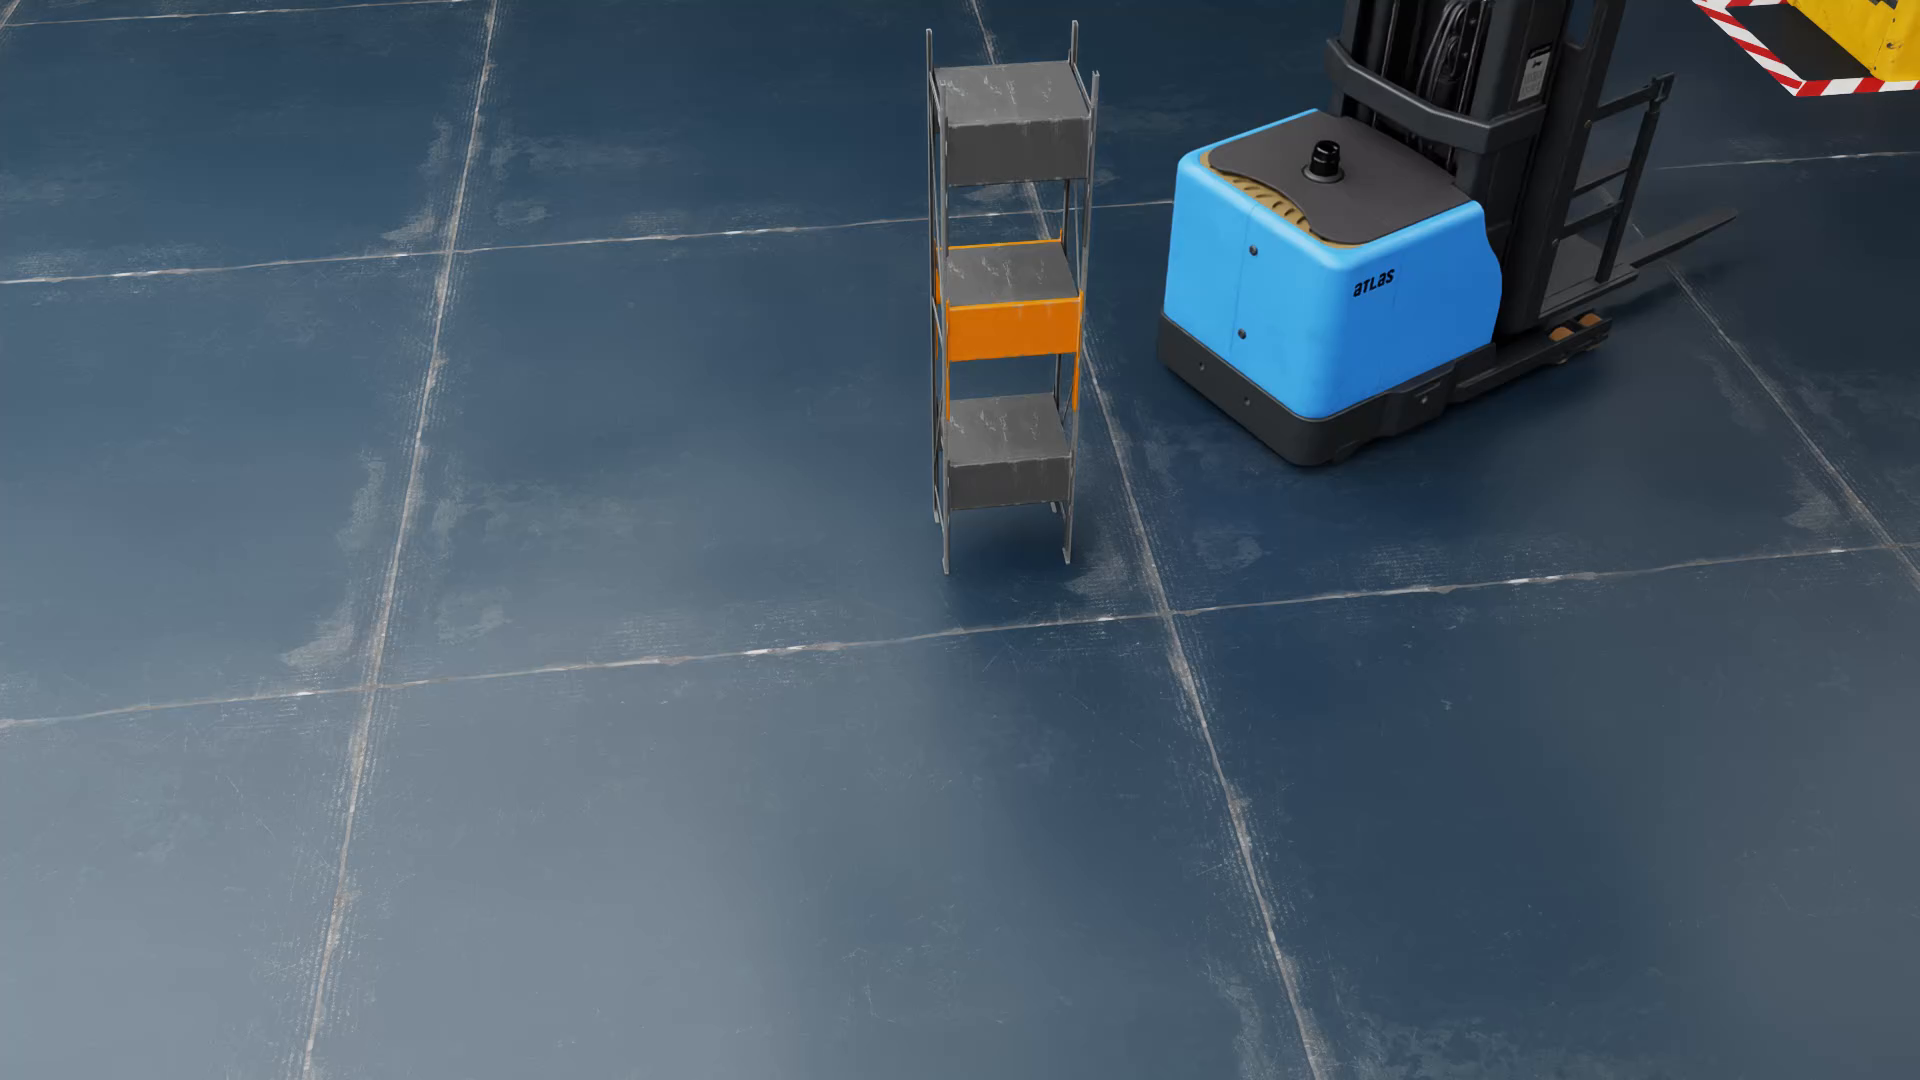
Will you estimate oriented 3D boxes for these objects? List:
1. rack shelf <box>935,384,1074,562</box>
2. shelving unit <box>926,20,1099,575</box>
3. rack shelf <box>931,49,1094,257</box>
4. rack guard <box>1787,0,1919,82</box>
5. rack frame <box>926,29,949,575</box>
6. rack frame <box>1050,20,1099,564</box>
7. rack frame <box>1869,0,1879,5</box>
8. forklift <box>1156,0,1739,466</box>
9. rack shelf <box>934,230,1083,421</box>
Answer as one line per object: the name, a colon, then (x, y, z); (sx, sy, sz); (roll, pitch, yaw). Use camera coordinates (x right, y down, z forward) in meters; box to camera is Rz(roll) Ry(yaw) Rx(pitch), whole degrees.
rack shelf: (0.164, -0.264, 6.541); (0.480, 0.518, 0.431); (-5, 42, -6)
shelving unit: (0.164, -0.794, 6.063); (0.503, 2.100, 0.431); (-5, 42, -6)
rack shelf: (0.164, -1.304, 5.603); (0.480, 0.518, 0.431); (-5, 42, -6)
rack guard: (5.478, -3.261, 9.992); (0.348, 0.500, 1.175); (-5, 42, -6)
rack frame: (-0.078, -0.773, 6.039); (0.015, 2.100, 0.400); (-5, 42, -6)
rack frame: (0.406, -0.815, 6.086); (0.015, 2.100, 0.400); (-5, 42, -6)
rack frame: (5.501, -4.191, 9.157); (0.127, 3.000, 1.000); (-5, 42, -6)
forklift: (2.405, -2.170, 6.968); (3.031, 2.935, 1.130); (-24, 47, -24)
rack shelf: (0.164, -0.784, 6.072); (0.480, 0.518, 0.431); (-5, 42, -6)
